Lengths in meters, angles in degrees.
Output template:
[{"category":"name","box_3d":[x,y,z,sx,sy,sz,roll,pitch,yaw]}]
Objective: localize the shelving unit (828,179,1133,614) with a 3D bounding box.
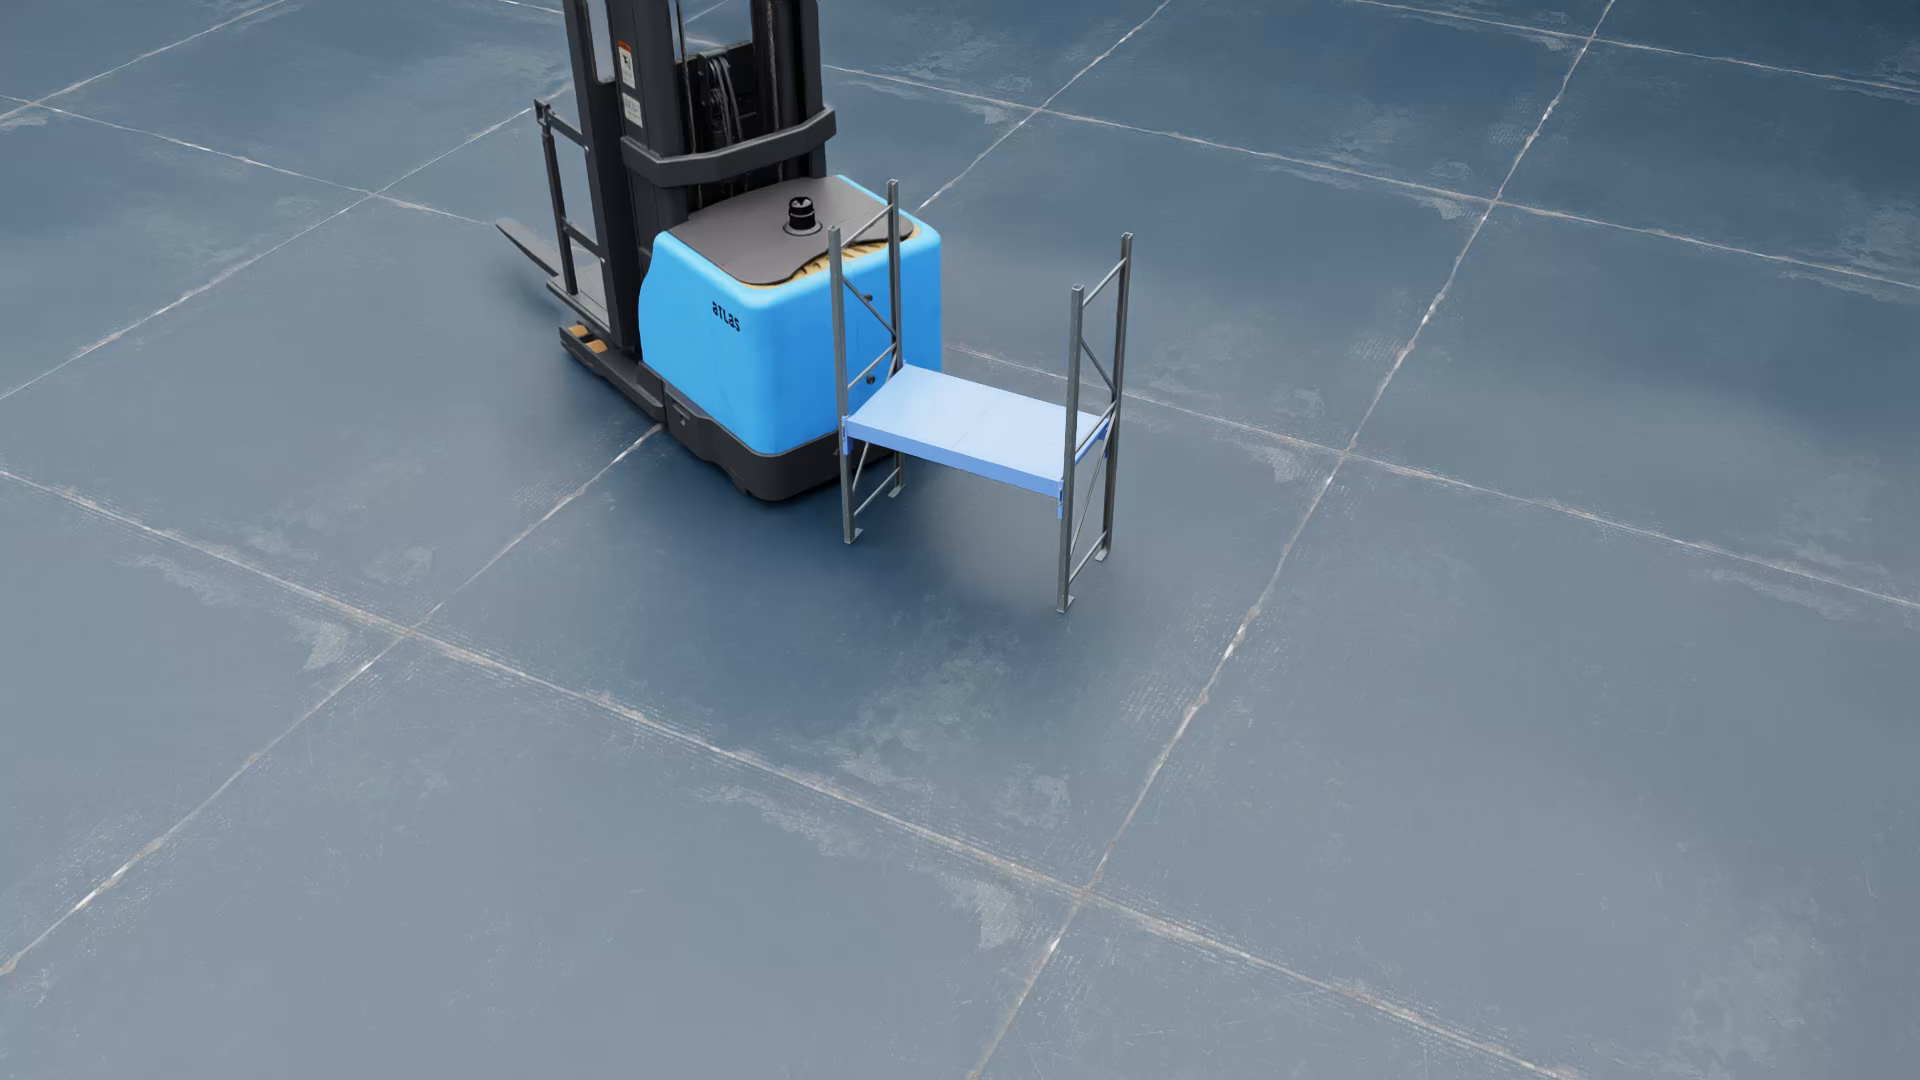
[{"category":"shelving unit","box_3d":[0.076,-0.574,6.765,1.048,1.500,0.538,17,41,21]}]

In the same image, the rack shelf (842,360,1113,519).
[{"category":"rack shelf","box_3d":[0.076,-0.430,6.874,1.000,0.185,0.538,17,41,21]}]

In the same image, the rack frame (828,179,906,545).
[{"category":"rack frame","box_3d":[-0.376,-0.715,6.952,0.032,1.500,0.500,17,41,21]}]

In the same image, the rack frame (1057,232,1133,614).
[{"category":"rack frame","box_3d":[0.527,-0.432,6.579,0.032,1.500,0.500,17,41,21]}]

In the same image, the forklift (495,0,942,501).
[{"category":"forklift","box_3d":[-1.376,-2.171,7.685,1.130,2.935,3.031,-26,44,-30]}]
